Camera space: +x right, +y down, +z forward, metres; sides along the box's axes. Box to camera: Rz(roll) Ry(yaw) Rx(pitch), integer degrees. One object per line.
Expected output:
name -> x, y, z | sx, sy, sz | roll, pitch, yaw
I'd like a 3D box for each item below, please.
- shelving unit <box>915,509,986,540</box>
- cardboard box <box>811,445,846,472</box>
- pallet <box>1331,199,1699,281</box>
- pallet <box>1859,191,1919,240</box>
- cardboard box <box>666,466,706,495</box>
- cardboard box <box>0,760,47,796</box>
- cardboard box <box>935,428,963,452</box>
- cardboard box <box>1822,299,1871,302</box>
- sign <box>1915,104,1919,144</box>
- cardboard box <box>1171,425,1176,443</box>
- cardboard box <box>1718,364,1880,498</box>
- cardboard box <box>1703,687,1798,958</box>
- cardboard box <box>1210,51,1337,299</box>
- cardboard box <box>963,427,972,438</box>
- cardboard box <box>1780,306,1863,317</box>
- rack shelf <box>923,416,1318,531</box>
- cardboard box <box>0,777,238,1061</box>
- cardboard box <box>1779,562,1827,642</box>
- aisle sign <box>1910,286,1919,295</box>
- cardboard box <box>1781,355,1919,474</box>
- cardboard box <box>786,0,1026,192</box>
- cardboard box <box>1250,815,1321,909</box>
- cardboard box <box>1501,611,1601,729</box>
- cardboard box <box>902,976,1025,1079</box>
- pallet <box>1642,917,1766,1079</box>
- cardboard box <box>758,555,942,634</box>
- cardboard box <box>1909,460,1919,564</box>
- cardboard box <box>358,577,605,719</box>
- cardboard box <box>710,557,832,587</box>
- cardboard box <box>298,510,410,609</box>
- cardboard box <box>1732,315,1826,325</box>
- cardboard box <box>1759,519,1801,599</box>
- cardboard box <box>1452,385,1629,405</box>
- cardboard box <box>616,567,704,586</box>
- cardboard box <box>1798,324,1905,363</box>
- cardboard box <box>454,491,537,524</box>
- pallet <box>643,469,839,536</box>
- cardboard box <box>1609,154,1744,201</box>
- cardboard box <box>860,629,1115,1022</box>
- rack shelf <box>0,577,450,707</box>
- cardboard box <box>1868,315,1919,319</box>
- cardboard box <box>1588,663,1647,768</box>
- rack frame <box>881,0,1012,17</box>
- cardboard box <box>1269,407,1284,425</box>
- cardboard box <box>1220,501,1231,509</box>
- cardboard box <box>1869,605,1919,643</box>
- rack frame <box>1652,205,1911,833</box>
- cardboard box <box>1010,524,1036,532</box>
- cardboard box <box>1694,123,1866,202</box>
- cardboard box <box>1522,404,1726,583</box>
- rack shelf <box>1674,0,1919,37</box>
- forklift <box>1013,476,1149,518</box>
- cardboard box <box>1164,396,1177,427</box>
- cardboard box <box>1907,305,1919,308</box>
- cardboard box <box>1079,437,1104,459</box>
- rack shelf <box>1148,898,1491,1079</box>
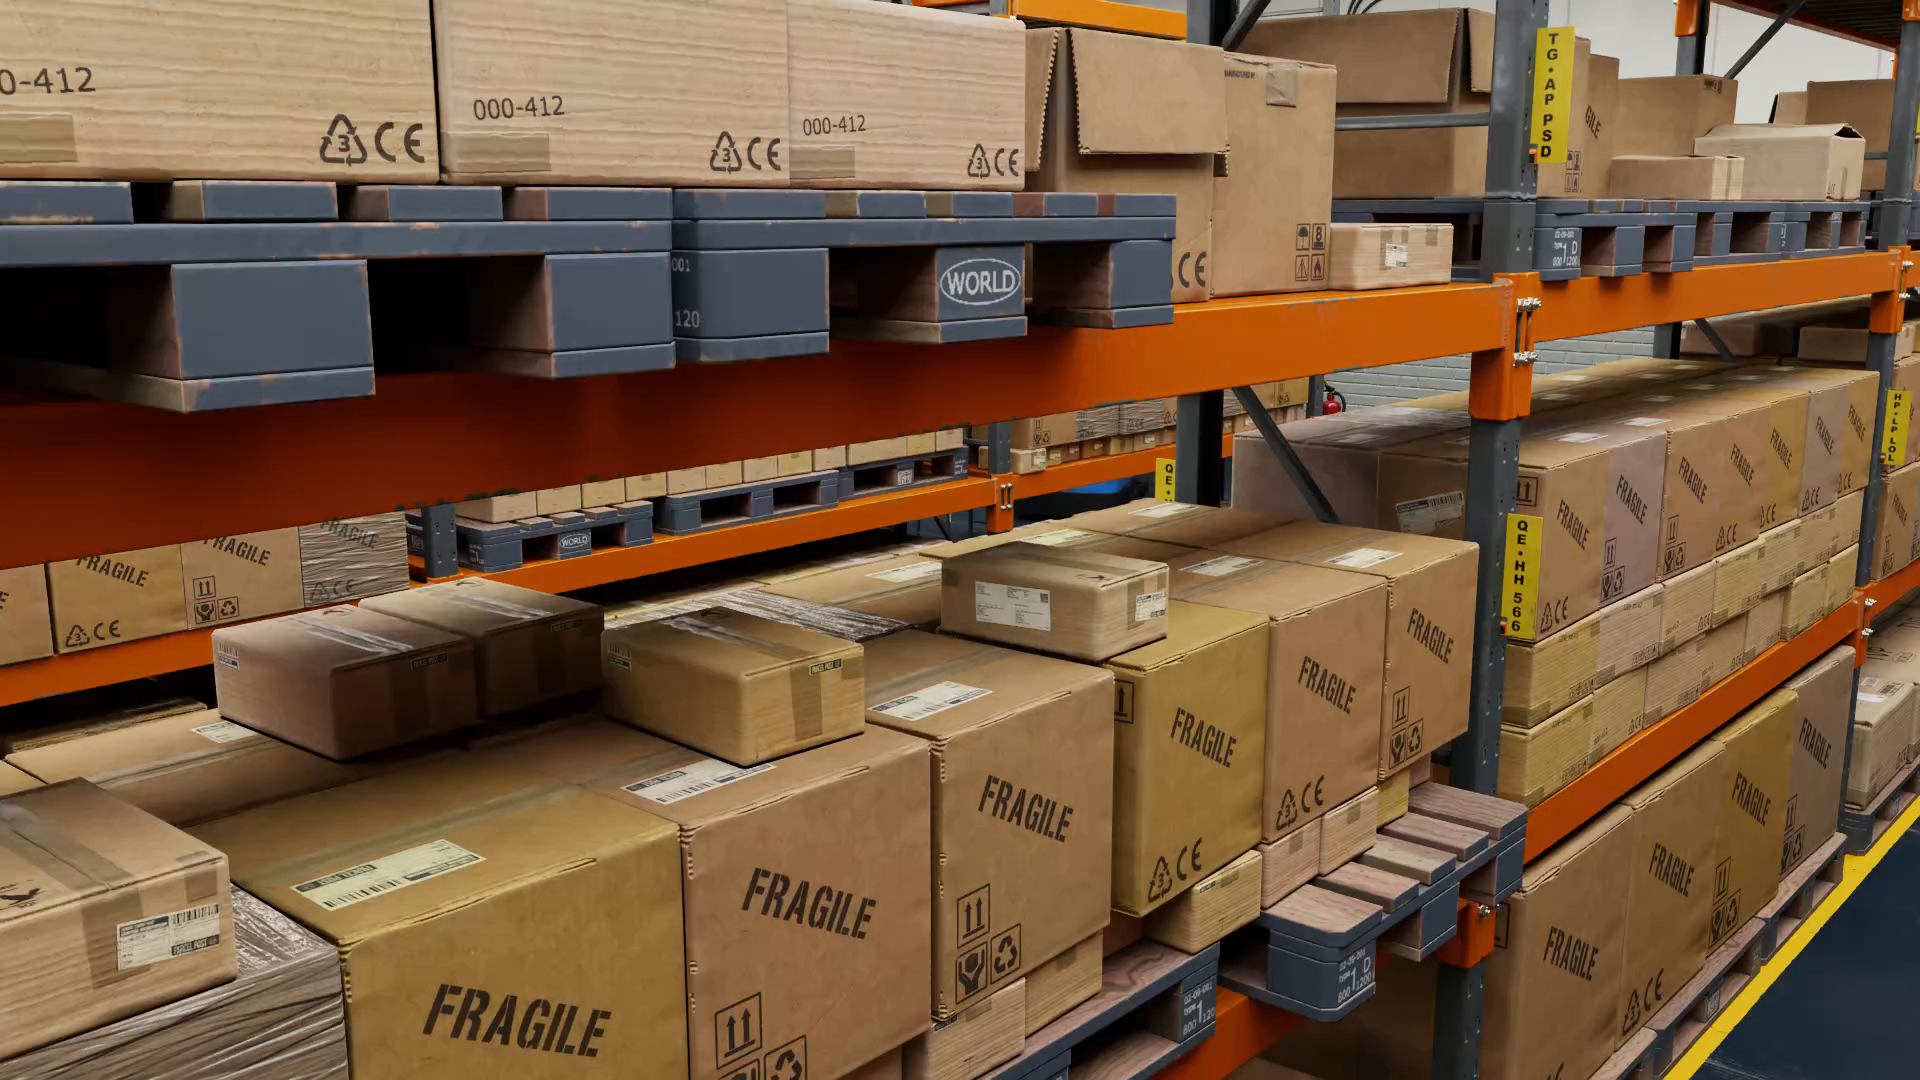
shelving unit -> -0.004, -0.734, 15.098 | 0.431, 1.500, 0.755 | 10, 15, 40
cardboard box -> -0.887, -0.503, 9.680 | 0.380, 0.149, 0.250 | 9, 14, 38
pallet -> 1.438, -0.924, 5.041 | 1.213, 0.211, 1.003 | 11, 16, 43
pallet -> 4.242, -1.579, 8.065 | 1.003, 0.211, 1.213 | 10, 15, 40
cardboard box -> -1.579, -0.350, 8.914 | 0.380, 0.149, 0.250 | 10, 15, 42
cardboard box -> -1.455, 0.646, 2.270 | 0.500, 0.500, 0.500 | 9, 15, 39
cardboard box -> -0.205, -0.656, 10.447 | 0.380, 0.149, 0.250 | 9, 15, 39
cardboard box -> 5.354, -1.350, 9.885 | 0.380, 0.149, 0.250 | 9, 14, 39
sign -> 4.108, -1.843, 7.035 | 0.100, 0.325, 0.005 | 10, 15, 40
cardboard box -> 1.467, -0.819, 12.334 | 0.380, 0.149, 0.250 | 10, 15, 41
cardboard box -> 3.587, -0.474, 7.155 | 0.500, 0.500, 0.500 | 10, 15, 42
cardboard box -> 2.754, 1.039, 6.742 | 0.875, 0.875, 0.875 | 10, 15, 42
cardboard box -> 0.420, -0.826, 3.812 | 0.700, 0.500, 0.500 | 10, 15, 40
cardboard box -> 0.016, -0.960, 11.384 | 0.500, 0.500, 0.500 | 10, 15, 40
cardboard box -> 4.700, -1.194, 9.107 | 0.380, 0.149, 0.250 | 10, 15, 40
rack shelf -> 1.229, -0.599, 12.428 | 1.077, 0.370, 4.000 | 10, 15, 40
cardboard box -> -1.011, 0.402, 1.835 | 0.380, 0.149, 0.250 | 10, 15, 40
cardboard box -> 3.250, 0.214, 6.901 | 0.500, 0.250, 0.500 | 9, 15, 40
aisle sign -> 6.164, -1.944, 10.687 | 0.394, 0.787, 0.004 | 10, 15, 40
cardboard box -> 4.190, -0.611, 7.840 | 0.500, 0.500, 0.500 | 10, 15, 41
cardboard box -> -0.251, -0.645, 2.471 | 0.500, 0.250, 0.500 | 10, 15, 40
cardboard box -> 0.586, 0.680, 3.758 | 0.380, 0.149, 0.250 | 9, 14, 38
cardboard box -> 1.573, 0.342, 4.987 | 0.500, 0.250, 0.500 | 10, 15, 40
cardboard box -> -0.104, 0.833, 2.989 | 0.380, 0.149, 0.250 | 11, 15, 42
pallet -> 2.436, 1.639, 6.507 | 1.003, 0.211, 1.213 | 10, 15, 40
cardboard box -> -0.102, 0.348, 3.762 | 0.500, 0.500, 0.500 | 10, 15, 41
cardboard box -> 4.535, -0.190, 8.288 | 0.500, 0.500, 0.500 | 10, 15, 41
cardboard box -> -0.844, 0.182, 2.937 | 0.380, 0.149, 0.250 | 9, 14, 38
cardboard box -> -1.081, 0.290, 9.533 | 0.500, 0.250, 0.500 | 9, 14, 38
cardboard box -> -2.827, -0.017, 7.422 | 0.500, 0.500, 0.500 | 10, 15, 40
cardboard box -> 4.085, -1.037, 8.317 | 0.380, 0.149, 0.250 | 10, 15, 40
cardboard box -> 2.923, 0.044, 6.479 | 0.500, 0.250, 0.500 | 10, 15, 42
cardboard box -> 2.203, -0.315, 6.363 | 0.500, 0.500, 0.500 | 9, 15, 39
cardboard box -> -1.805, 0.300, 9.484 | 0.500, 0.250, 0.500 | 10, 15, 42
cardboard box -> 4.097, -0.903, 7.647 | 0.380, 0.149, 0.250 | 9, 15, 40
cardboard box -> -2.285, -0.192, 8.120 | 0.380, 0.149, 0.250 | 10, 15, 40
pallet -> -1.456, -0.272, 9.441 | 1.003, 0.211, 1.213 | 10, 15, 40
cardboard box -> 2.558, -1.297, 5.952 | 0.250, 0.166, 0.380 | -11, 15, -43
cardboard box -> -0.065, 0.490, 3.051 | 0.500, 0.500, 0.500 | 9, 14, 38
rack shelf -> -4.052, 0.578, 6.535 | 1.077, 0.370, 4.000 | 10, 15, 40
cardboard box -> 4.798, -1.050, 8.382 | 0.380, 0.149, 0.250 | 9, 15, 39
cardboard box -> 1.891, 0.512, 5.410 | 0.500, 0.250, 0.500 | 9, 15, 39
rack frame -> -0.091, -3.599, 10.296 | 1.000, 3.000, 0.127 | 10, 15, 40
cardboard box -> 2.354, -1.007, 13.273 | 0.380, 0.149, 0.250 | 10, 15, 40
cardboard box -> 2.181, -0.206, 13.308 | 0.380, 0.149, 0.250 | 10, 15, 41
cardboard box -> 5.376, 0.675, 9.680 | 0.875, 0.438, 0.875 | 10, 15, 42
rack frame -> 3.694, -0.032, 7.754 | 1.000, 3.000, 0.127 | 10, 15, 40
cardboard box -> 0.585, -0.003, 12.296 | 0.380, 0.149, 0.250 | 9, 14, 38
cardboard box -> 3.270, -1.509, 6.643 | 0.500, 0.311, 0.500 | 10, 15, 40
cardboard box -> 2.236, -0.173, 5.648 | 0.500, 0.500, 0.500 | 10, 15, 42
rack shelf -> 2.373, -2.131, 5.803 | 1.077, 0.370, 4.000 | 10, 15, 40
forklift -> 1.374, -1.879, 17.172 | 1.130, 2.935, 3.031 | 3, 12, 14
cardboard box -> 1.437, -1.119, 12.177 | 0.500, 0.500, 0.500 | 11, 16, 43
cardboard box -> 5.446, -1.205, 9.160 | 0.380, 0.149, 0.250 | 10, 15, 42
cardboard box -> 0.776, -0.667, 11.570 | 0.380, 0.149, 0.250 | 9, 14, 38
rack shelf -> -0.267, 1.203, 3.405 | 1.077, 0.370, 4.000 | 10, 15, 40
